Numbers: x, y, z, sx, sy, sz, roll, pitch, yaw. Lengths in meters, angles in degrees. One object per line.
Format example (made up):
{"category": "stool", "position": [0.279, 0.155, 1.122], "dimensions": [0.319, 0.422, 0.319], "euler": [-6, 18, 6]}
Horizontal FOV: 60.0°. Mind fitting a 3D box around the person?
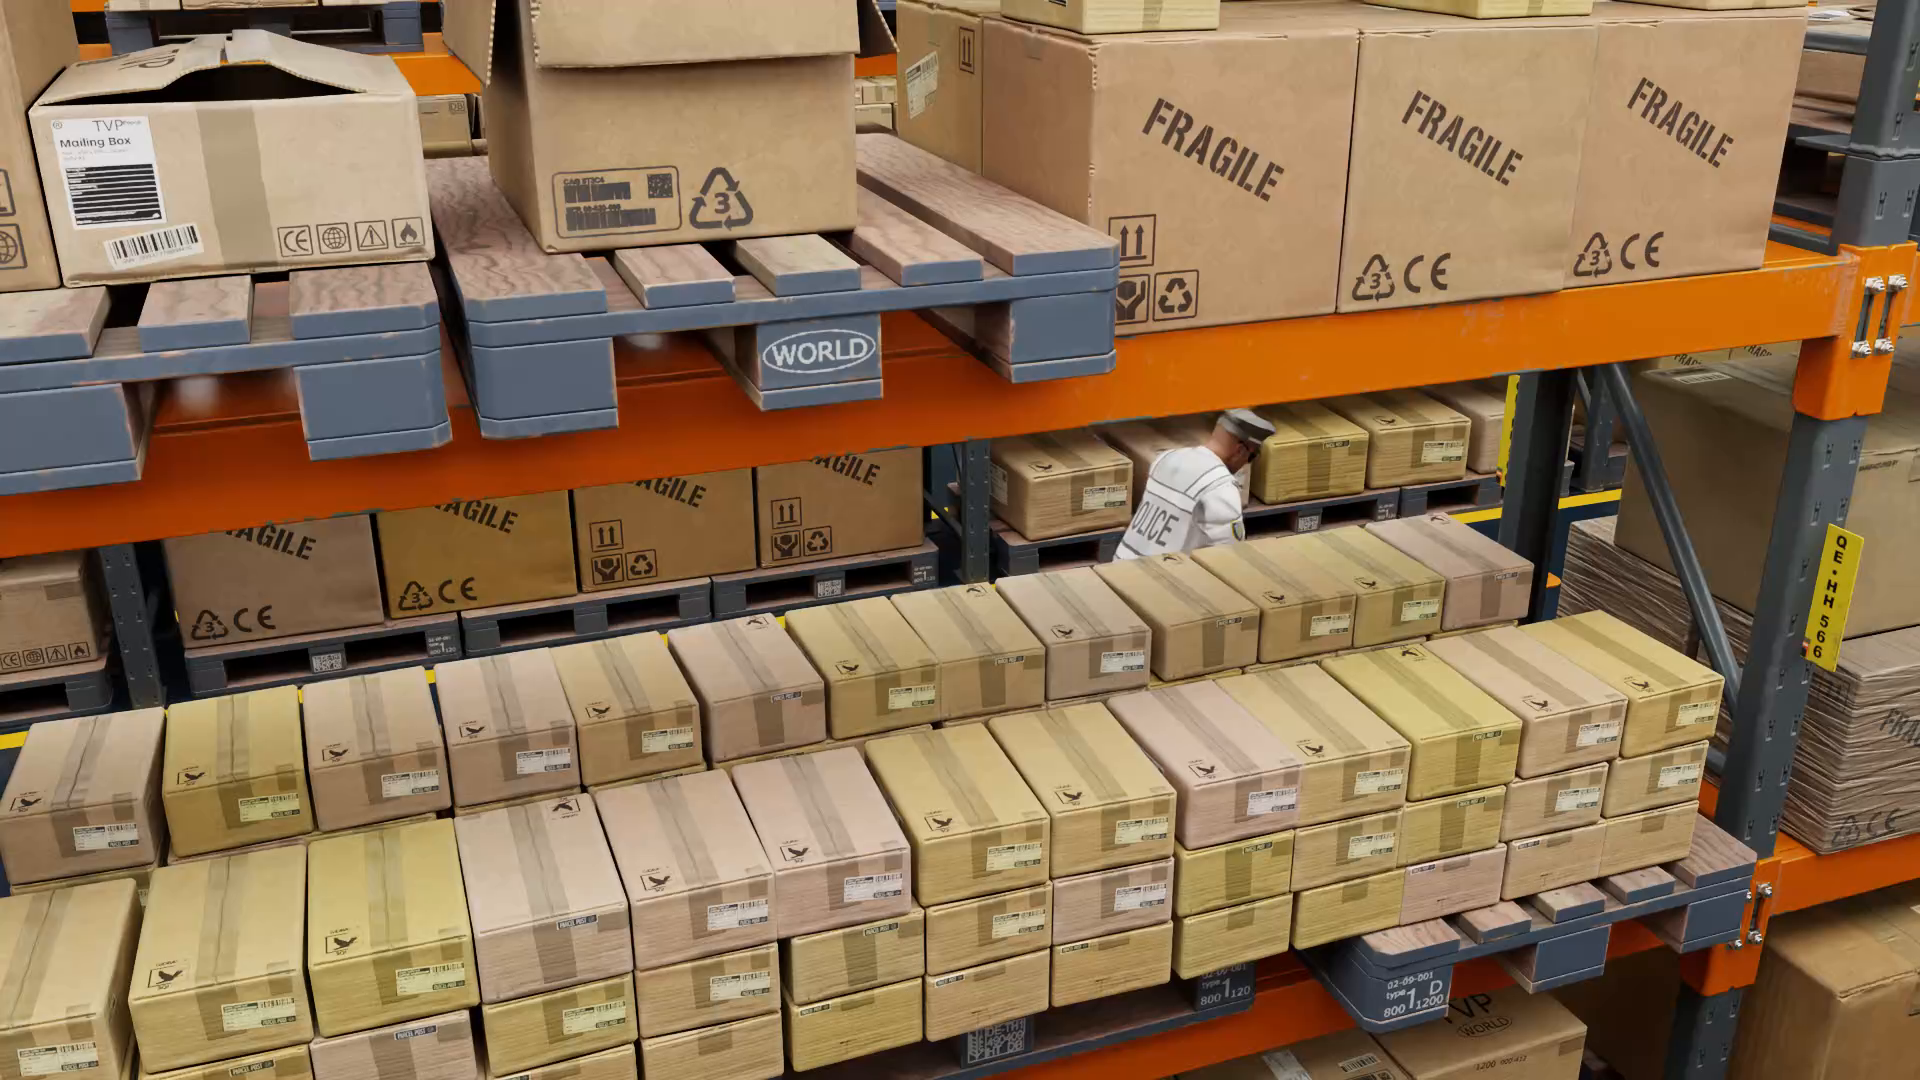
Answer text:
{"category": "person", "position": [0.924, 0.226, 6.788], "dimensions": [0.682, 1.572, 0.584], "euler": [-8, 24, -18]}
